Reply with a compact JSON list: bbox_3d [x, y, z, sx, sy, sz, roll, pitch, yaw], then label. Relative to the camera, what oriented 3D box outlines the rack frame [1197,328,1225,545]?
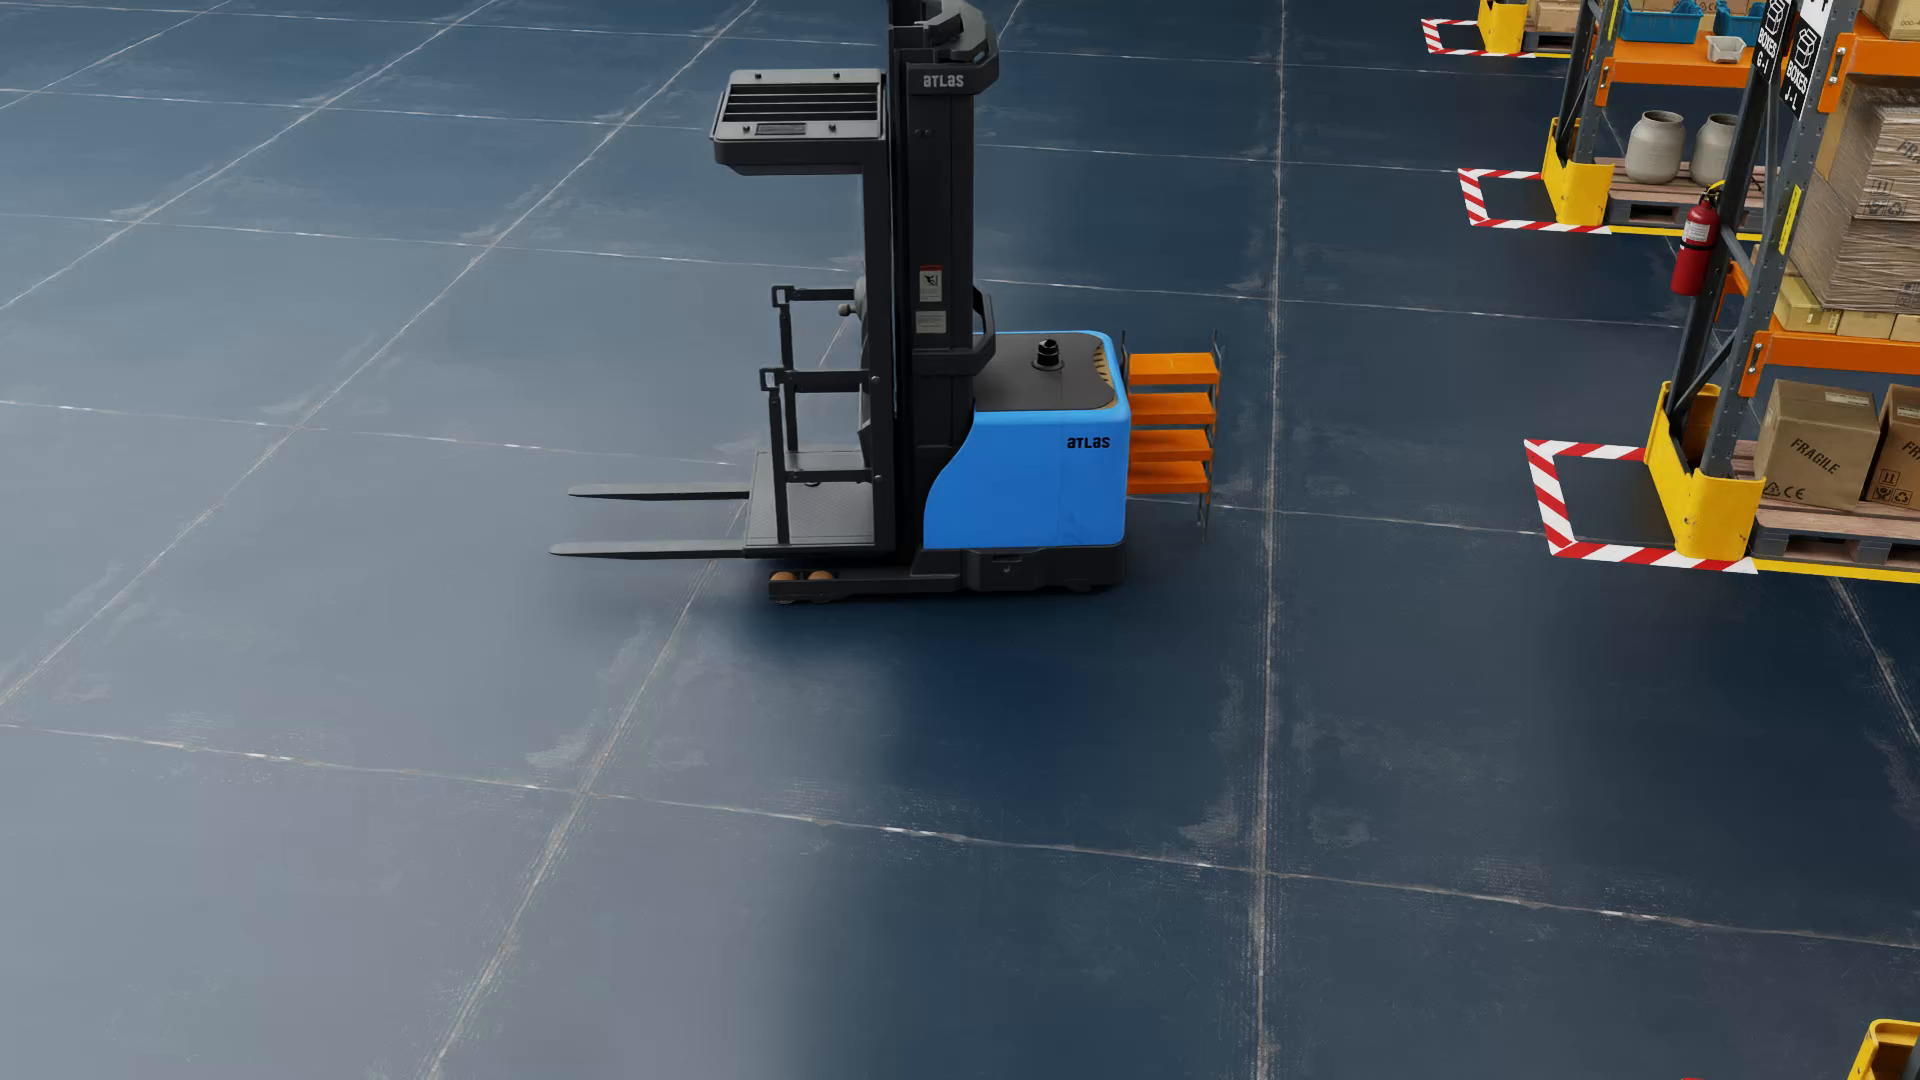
[{"bbox_3d":[1.353,-0.546,8.992,0.015,1.200,0.240,-1,32,-2],"label":"rack frame"}]

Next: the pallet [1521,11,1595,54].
[{"bbox_3d":[6.561,-5.428,17.723,1.213,0.211,1.003,5,32,8],"label":"pallet"}]

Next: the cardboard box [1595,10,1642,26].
[{"bbox_3d":[6.784,-5.462,17.344,0.500,0.250,0.500,5,32,8],"label":"cardboard box"}]

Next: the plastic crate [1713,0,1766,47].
[{"bbox_3d":[6.146,-4.054,13.039,0.408,0.251,0.499,5,32,8],"label":"plastic crate"}]

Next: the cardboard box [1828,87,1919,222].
[{"bbox_3d":[4.626,-1.876,8.103,0.500,0.500,0.500,5,32,8],"label":"cardboard box"}]

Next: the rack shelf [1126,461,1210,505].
[{"bbox_3d":[1.109,-0.316,9.125,0.480,0.148,0.258,-1,32,-2],"label":"rack shelf"}]

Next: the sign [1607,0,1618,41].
[{"bbox_3d":[4.866,-3.896,12.386,0.005,0.325,0.100,5,32,8],"label":"sign"}]

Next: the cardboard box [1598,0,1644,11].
[{"bbox_3d":[6.784,-5.779,17.144,0.500,0.500,0.500,5,32,8],"label":"cardboard box"}]

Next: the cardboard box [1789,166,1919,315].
[{"bbox_3d":[4.667,-1.581,8.573,0.500,0.500,0.875,5,32,8],"label":"cardboard box"}]

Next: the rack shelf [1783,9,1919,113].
[{"bbox_3d":[6.101,-2.264,7.890,4.000,0.370,1.077,5,32,8],"label":"rack shelf"}]

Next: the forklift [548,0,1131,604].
[{"bbox_3d":[-0.660,-1.194,8.396,3.031,2.935,1.130,-1,32,-2],"label":"forklift"}]

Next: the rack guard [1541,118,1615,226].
[{"bbox_3d":[5.045,-3.024,13.610,0.348,0.500,1.175,5,32,8],"label":"rack guard"}]

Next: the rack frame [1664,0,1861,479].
[{"bbox_3d":[4.129,-1.476,8.780,0.127,3.000,1.000,5,32,8],"label":"rack frame"}]

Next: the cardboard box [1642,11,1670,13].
[{"bbox_3d":[7.277,-5.417,17.273,0.500,0.250,0.500,5,32,8],"label":"cardboard box"}]

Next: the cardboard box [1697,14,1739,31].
[{"bbox_3d":[7.769,-5.370,17.197,0.500,0.250,0.500,5,32,8],"label":"cardboard box"}]

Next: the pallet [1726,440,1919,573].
[{"bbox_3d":[4.999,-0.196,9.364,1.213,0.211,1.003,5,32,8],"label":"pallet"}]

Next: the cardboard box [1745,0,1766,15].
[{"bbox_3d":[8.264,-5.650,16.938,0.500,0.500,0.500,5,32,8],"label":"cardboard box"}]

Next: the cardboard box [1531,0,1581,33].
[{"bbox_3d":[6.291,-5.505,17.413,0.500,0.250,0.500,5,32,8],"label":"cardboard box"}]

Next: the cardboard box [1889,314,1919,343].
[{"bbox_3d":[4.857,-1.156,8.507,0.250,0.149,0.380,5,32,8],"label":"cardboard box"}]

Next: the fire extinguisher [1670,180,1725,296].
[{"bbox_3d":[4.094,-1.694,9.202,0.183,0.674,0.296,5,32,8],"label":"fire extinguisher"}]

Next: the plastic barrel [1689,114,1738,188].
[{"bbox_3d":[6.118,-3.126,13.366,0.421,0.512,0.421,0,32,0],"label":"plastic barrel"}]

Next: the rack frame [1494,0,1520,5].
[{"bbox_3d":[5.800,-6.656,17.057,0.127,3.000,1.000,5,32,8],"label":"rack frame"}]

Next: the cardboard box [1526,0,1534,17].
[{"bbox_3d":[6.378,-5.775,17.845,0.500,0.250,0.500,5,32,8],"label":"cardboard box"}]

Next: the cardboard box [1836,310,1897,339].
[{"bbox_3d":[4.613,-1.187,8.555,0.250,0.149,0.380,5,32,8],"label":"cardboard box"}]

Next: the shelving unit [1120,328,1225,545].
[{"bbox_3d":[1.109,-0.541,8.984,0.503,1.200,0.258,-1,32,-2],"label":"shelving unit"}]

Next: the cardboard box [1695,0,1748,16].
[{"bbox_3d":[7.769,-5.687,16.998,0.500,0.500,0.500,5,32,8],"label":"cardboard box"}]

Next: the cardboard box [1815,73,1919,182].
[{"bbox_3d":[4.713,-2.148,8.537,0.500,0.500,0.500,5,32,8],"label":"cardboard box"}]

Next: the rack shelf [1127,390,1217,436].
[{"bbox_3d":[1.109,-0.674,8.901,0.480,0.148,0.258,-1,32,-2],"label":"rack shelf"}]

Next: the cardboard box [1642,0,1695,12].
[{"bbox_3d":[7.279,-5.741,17.083,0.500,0.500,0.500,5,32,8],"label":"cardboard box"}]

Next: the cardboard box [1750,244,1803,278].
[{"bbox_3d":[4.445,-1.452,8.979,0.250,0.149,0.380,5,32,8],"label":"cardboard box"}]

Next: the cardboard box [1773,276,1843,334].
[{"bbox_3d":[4.370,-1.219,8.607,0.250,0.149,0.380,5,32,8],"label":"cardboard box"}]

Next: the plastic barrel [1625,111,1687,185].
[{"bbox_3d":[5.624,-3.171,13.437,0.421,0.512,0.421,0,32,0],"label":"plastic barrel"}]

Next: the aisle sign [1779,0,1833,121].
[{"bbox_3d":[4.018,-2.426,7.849,0.004,0.787,0.394,5,32,8],"label":"aisle sign"}]

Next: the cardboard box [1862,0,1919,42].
[{"bbox_3d":[4.561,-2.505,7.739,0.500,0.250,0.500,6,33,10],"label":"cardboard box"}]

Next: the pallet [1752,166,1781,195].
[{"bbox_3d":[7.044,-2.716,13.391,1.213,0.211,1.003,5,32,8],"label":"pallet"}]

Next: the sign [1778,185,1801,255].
[{"bbox_3d":[4.038,-1.559,8.097,0.005,0.325,0.100,5,32,8],"label":"sign"}]

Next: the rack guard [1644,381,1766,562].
[{"bbox_3d":[4.204,-0.409,9.433,0.348,0.500,1.175,5,32,8],"label":"rack guard"}]

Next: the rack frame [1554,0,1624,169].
[{"bbox_3d":[4.963,-4.066,12.919,0.127,3.000,1.000,5,32,8],"label":"rack frame"}]

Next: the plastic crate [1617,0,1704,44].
[{"bbox_3d":[5.506,-4.115,13.137,0.616,0.251,0.499,5,32,8],"label":"plastic crate"}]

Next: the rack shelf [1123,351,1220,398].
[{"bbox_3d":[1.109,-0.875,8.776,0.480,0.148,0.258,-1,32,-2],"label":"rack shelf"}]

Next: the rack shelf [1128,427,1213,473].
[{"bbox_3d":[1.109,-0.484,9.020,0.480,0.148,0.258,-1,32,-2],"label":"rack shelf"}]

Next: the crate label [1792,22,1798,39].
[{"bbox_3d":[6.822,-4.058,12.873,0.616,0.435,0.502,5,32,8],"label":"crate label"}]

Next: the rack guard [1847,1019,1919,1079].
[{"bbox_3d":[3.172,2.167,5.317,0.348,0.500,1.175,5,32,8],"label":"rack guard"}]

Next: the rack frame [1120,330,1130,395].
[{"bbox_3d":[0.865,-0.537,8.976,0.015,1.200,0.240,-1,32,-2],"label":"rack frame"}]

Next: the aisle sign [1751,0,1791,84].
[{"bbox_3d":[4.119,-2.740,8.350,0.004,0.787,0.394,5,32,8],"label":"aisle sign"}]

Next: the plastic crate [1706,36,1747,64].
[{"bbox_3d":[5.791,-3.706,12.592,0.250,0.136,0.298,5,32,8],"label":"plastic crate"}]

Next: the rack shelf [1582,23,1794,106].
[{"bbox_3d":[6.934,-3.582,12.824,4.000,0.370,1.077,5,32,8],"label":"rack shelf"}]

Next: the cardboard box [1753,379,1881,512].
[{"bbox_3d":[4.742,-0.529,9.229,0.500,0.500,0.500,11,34,17],"label":"cardboard box"}]

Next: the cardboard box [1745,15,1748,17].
[{"bbox_3d":[8.262,-5.325,17.127,0.500,0.250,0.500,5,32,8],"label":"cardboard box"}]

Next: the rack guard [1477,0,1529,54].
[{"bbox_3d":[5.776,-5.599,17.724,0.348,0.500,1.175,5,32,8],"label":"rack guard"}]

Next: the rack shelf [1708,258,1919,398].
[{"bbox_3d":[6.101,-0.992,8.686,4.000,0.370,1.077,5,32,8],"label":"rack shelf"}]

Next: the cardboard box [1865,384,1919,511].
[{"bbox_3d":[5.337,-0.494,9.172,0.500,0.500,0.500,14,35,21],"label":"cardboard box"}]

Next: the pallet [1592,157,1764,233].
[{"bbox_3d":[5.845,-2.826,13.567,1.213,0.211,1.003,5,32,8],"label":"pallet"}]

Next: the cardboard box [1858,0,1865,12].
[{"bbox_3d":[4.647,-2.773,8.168,0.500,0.250,0.500,6,33,9],"label":"cardboard box"}]
